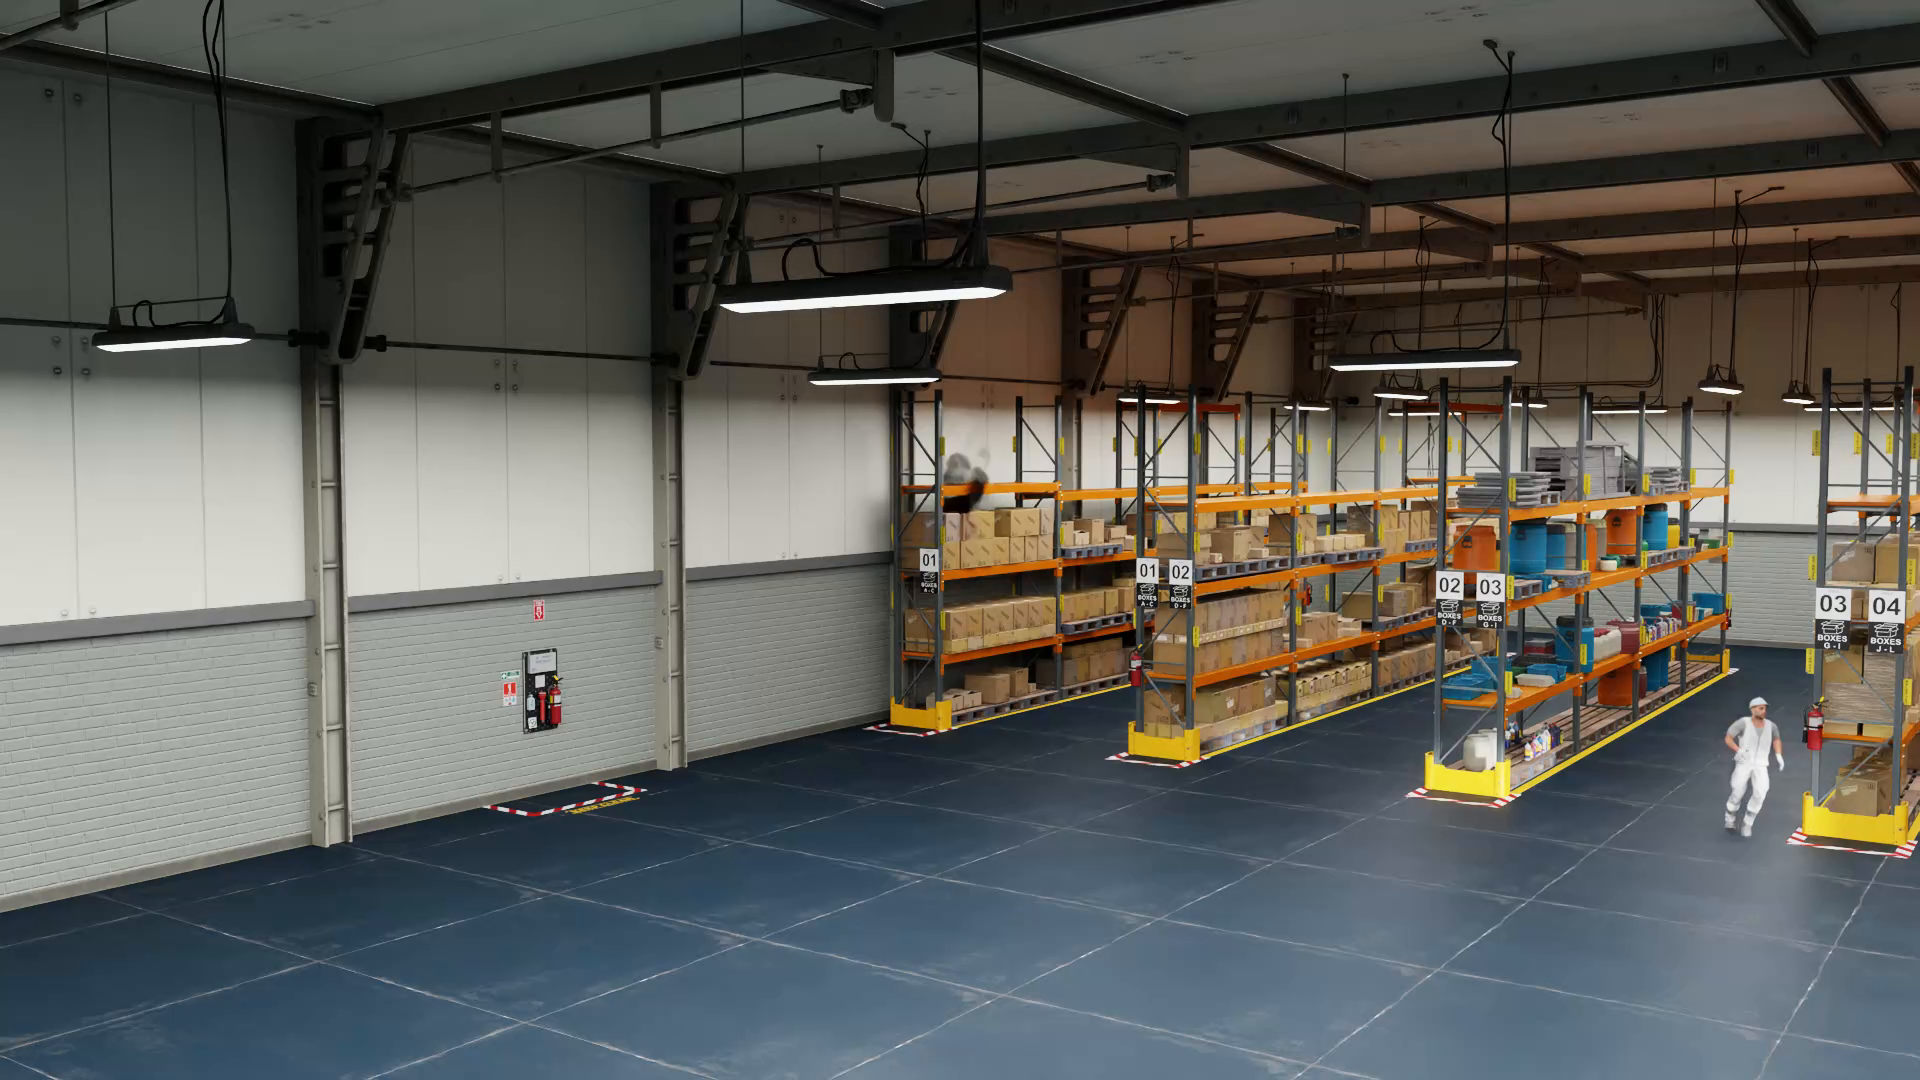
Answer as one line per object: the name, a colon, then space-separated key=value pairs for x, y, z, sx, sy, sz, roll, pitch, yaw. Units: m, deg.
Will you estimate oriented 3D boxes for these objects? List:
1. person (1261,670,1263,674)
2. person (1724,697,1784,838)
person: x=6.348 y=2.119 z=35.344 sx=0.663 sy=1.773 sz=0.967 roll=1 pitch=3 yaw=22
person: x=10.215 y=2.921 z=21.393 sx=0.732 sy=1.792 sz=0.633 roll=1 pitch=3 yaw=10
